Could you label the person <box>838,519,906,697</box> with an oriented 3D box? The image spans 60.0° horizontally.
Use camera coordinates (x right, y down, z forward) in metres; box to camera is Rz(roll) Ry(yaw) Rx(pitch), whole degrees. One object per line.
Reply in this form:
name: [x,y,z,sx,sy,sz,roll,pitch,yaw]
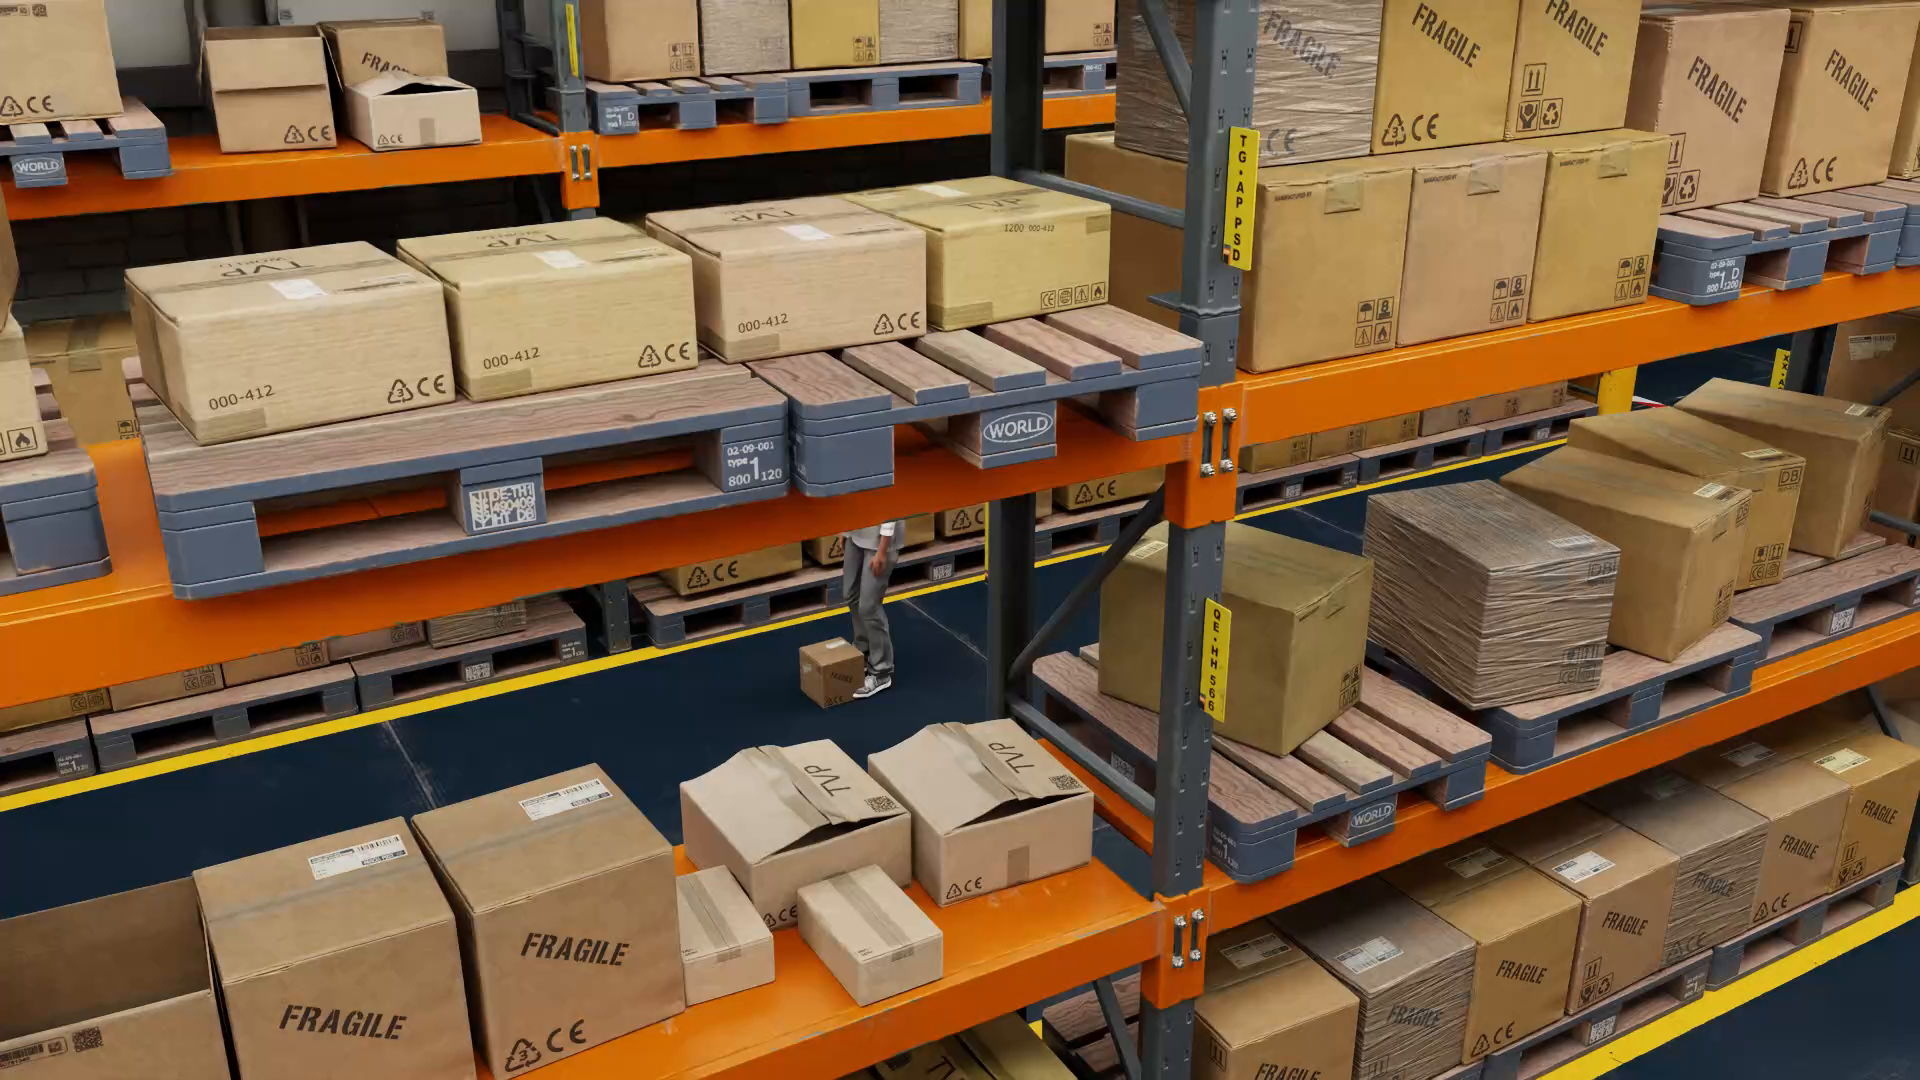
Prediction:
person: [-0.478,0.043,8.557,0.364,1.548,0.461,-12,25,-28]
